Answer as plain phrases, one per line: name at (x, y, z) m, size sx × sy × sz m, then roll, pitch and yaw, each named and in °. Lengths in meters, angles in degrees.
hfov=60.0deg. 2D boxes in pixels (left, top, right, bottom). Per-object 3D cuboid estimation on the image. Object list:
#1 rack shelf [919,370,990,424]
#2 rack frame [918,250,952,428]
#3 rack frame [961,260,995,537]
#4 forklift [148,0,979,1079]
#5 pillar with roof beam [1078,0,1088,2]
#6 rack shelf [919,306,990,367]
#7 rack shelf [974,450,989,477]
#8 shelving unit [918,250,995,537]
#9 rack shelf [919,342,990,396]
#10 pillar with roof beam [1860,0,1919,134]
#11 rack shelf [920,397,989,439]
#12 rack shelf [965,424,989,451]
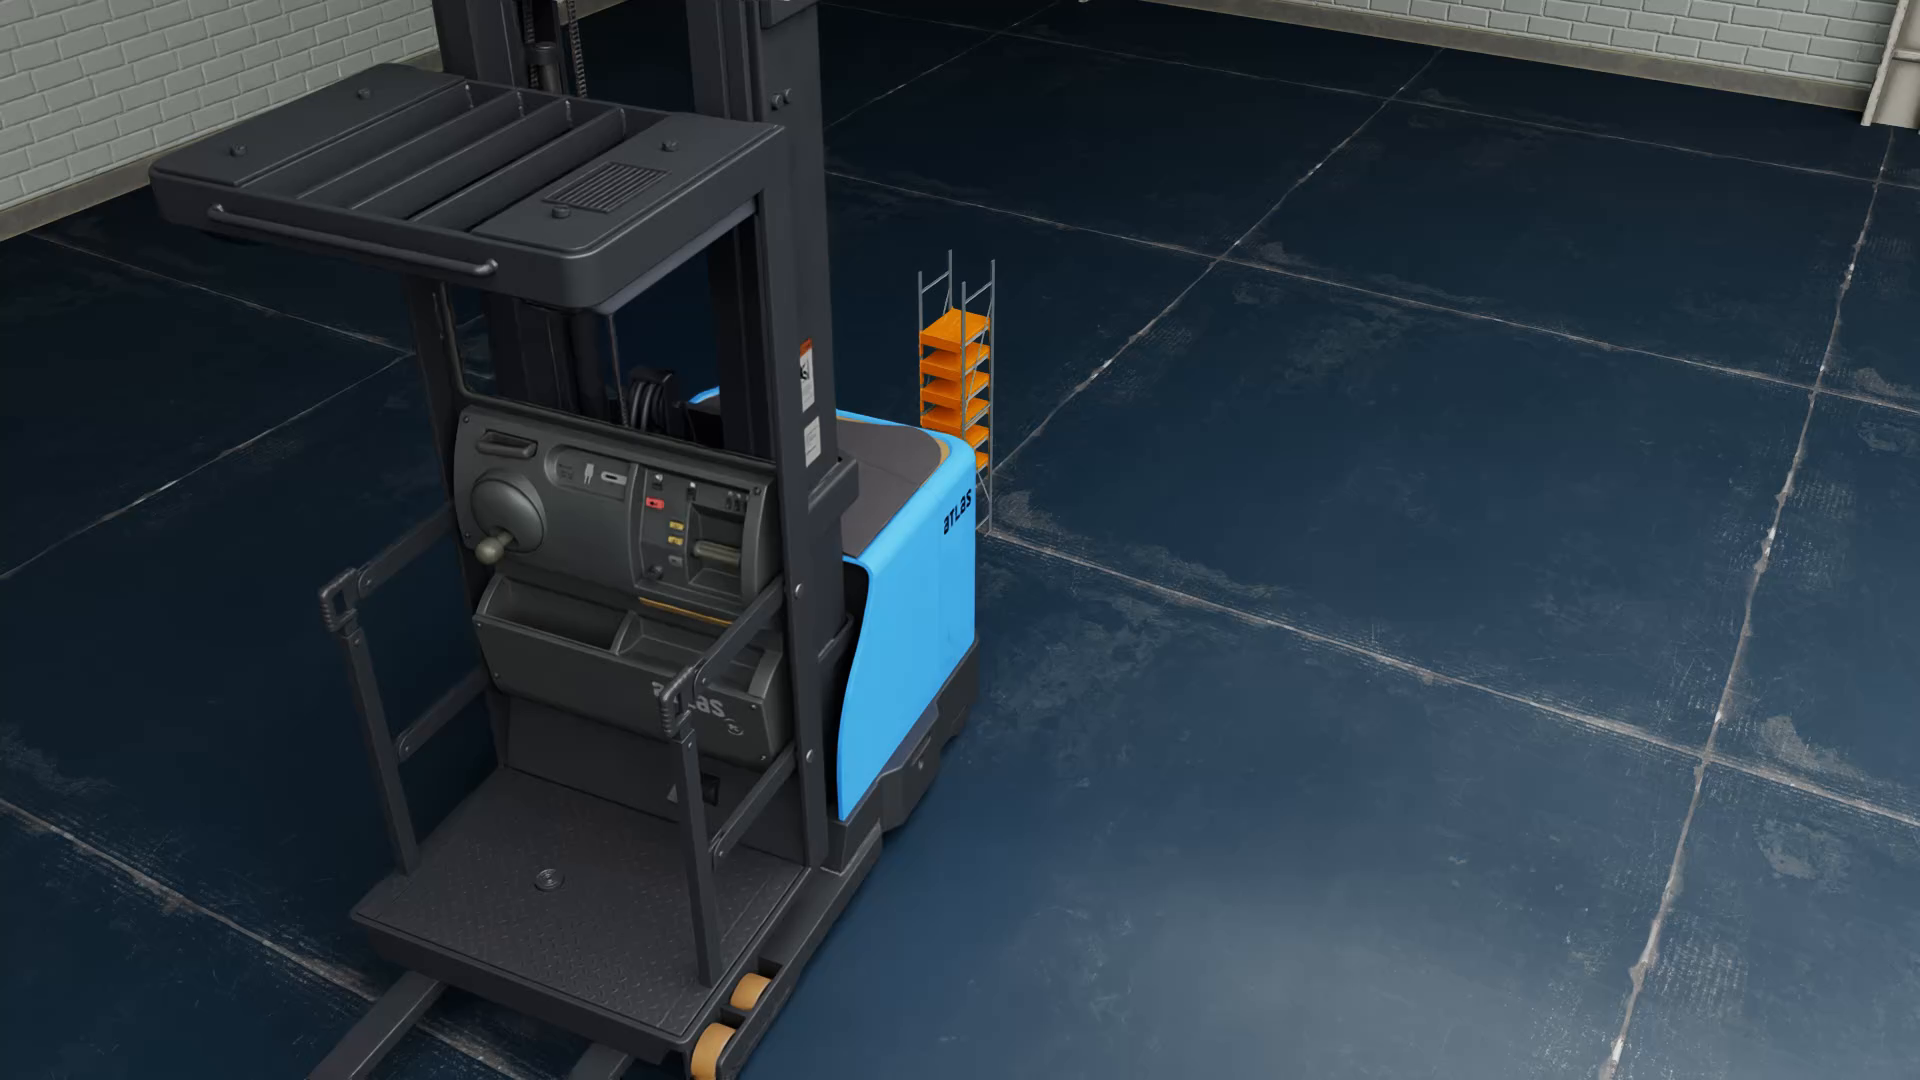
rack shelf at (-0.013, -0.566, 6.382) m, size 0.180 × 0.103 × 0.258 m, roll 18°, pitch 37°, yaw 24°
rack frame at (-0.092, -0.529, 6.461) m, size 0.006 × 1.200 × 0.240 m, roll 18°, pitch 37°, yaw 24°
rack frame at (0.067, -0.478, 6.386) m, size 0.006 × 1.200 × 0.240 m, roll 18°, pitch 37°, yaw 24°
forklift at (-0.996, -0.012, 4.123) m, size 1.130 × 2.935 × 3.031 m, roll 14°, pitch 36°, yaw 20°
pillar with roof beam at (-1.250, -6.042, 7.704) m, size 0.400 × 9.000 × 9.100 m, roll 18°, pitch 37°, yaw 24°
rack shelf at (-0.013, -0.766, 6.249) m, size 0.180 × 0.103 × 0.258 m, roll 18°, pitch 37°, yaw 24°
rack shelf at (-0.013, -0.267, 6.581) m, size 0.180 × 0.103 × 0.258 m, roll 18°, pitch 37°, yaw 24°
shelving unit at (-0.013, -0.503, 6.423) m, size 0.189 × 1.200 × 0.258 m, roll 18°, pitch 37°, yaw 24°
rack shelf at (-0.013, -0.666, 6.315) m, size 0.180 × 0.103 × 0.258 m, roll 18°, pitch 37°, yaw 24°
pillar with roof beam at (3.959, -4.392, 5.226) m, size 0.400 × 9.000 × 9.100 m, roll 18°, pitch 37°, yaw 24°
rack shelf at (-0.013, -0.466, 6.448) m, size 0.180 × 0.103 × 0.258 m, roll 18°, pitch 37°, yaw 24°
rack shelf at (-0.013, -0.367, 6.515) m, size 0.180 × 0.103 × 0.258 m, roll 18°, pitch 37°, yaw 24°
